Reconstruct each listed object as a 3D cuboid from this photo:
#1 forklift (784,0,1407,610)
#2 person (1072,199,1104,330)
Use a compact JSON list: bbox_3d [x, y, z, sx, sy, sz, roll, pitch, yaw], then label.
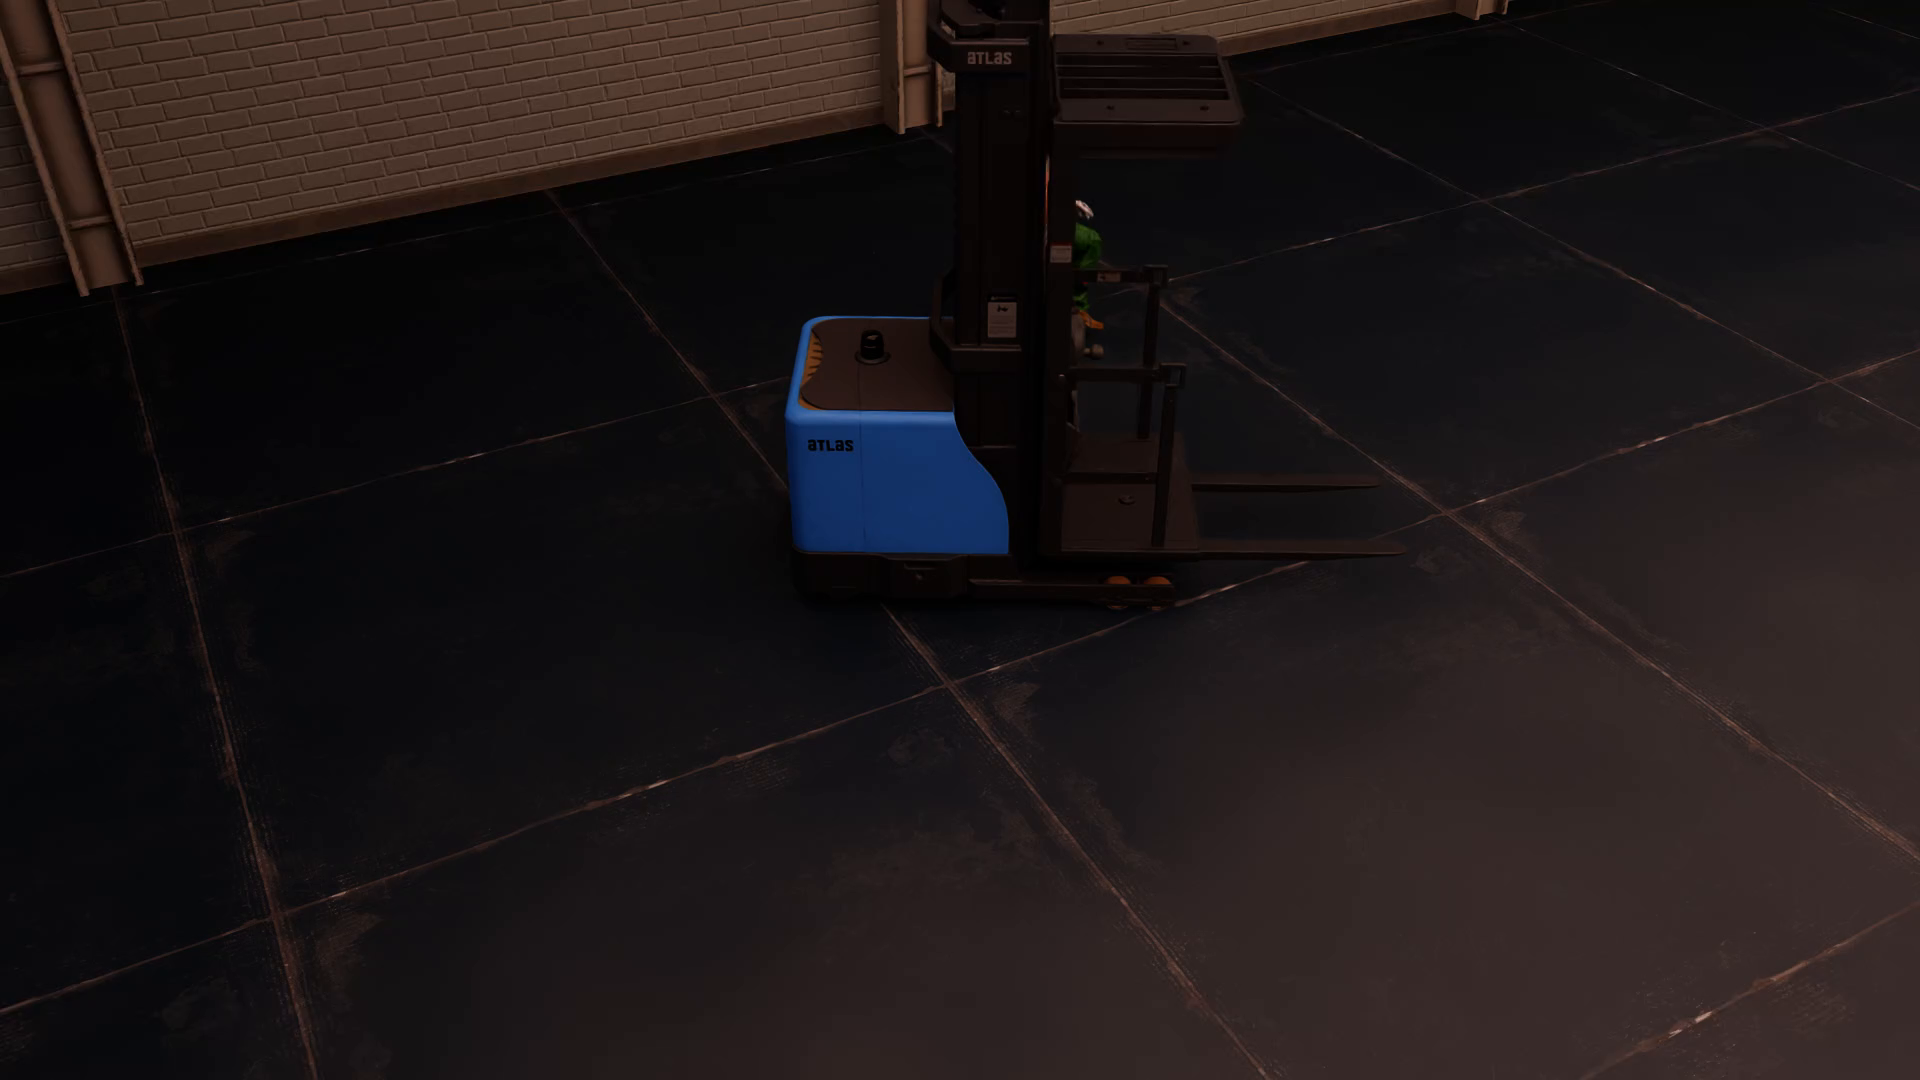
[{"bbox_3d":[0.697,-1.164,7.769,3.031,2.935,1.130,1,35,1],"label":"forklift"},{"bbox_3d":[0.557,-1.960,10.116,0.740,1.554,0.789,-11,37,-15],"label":"person"}]
